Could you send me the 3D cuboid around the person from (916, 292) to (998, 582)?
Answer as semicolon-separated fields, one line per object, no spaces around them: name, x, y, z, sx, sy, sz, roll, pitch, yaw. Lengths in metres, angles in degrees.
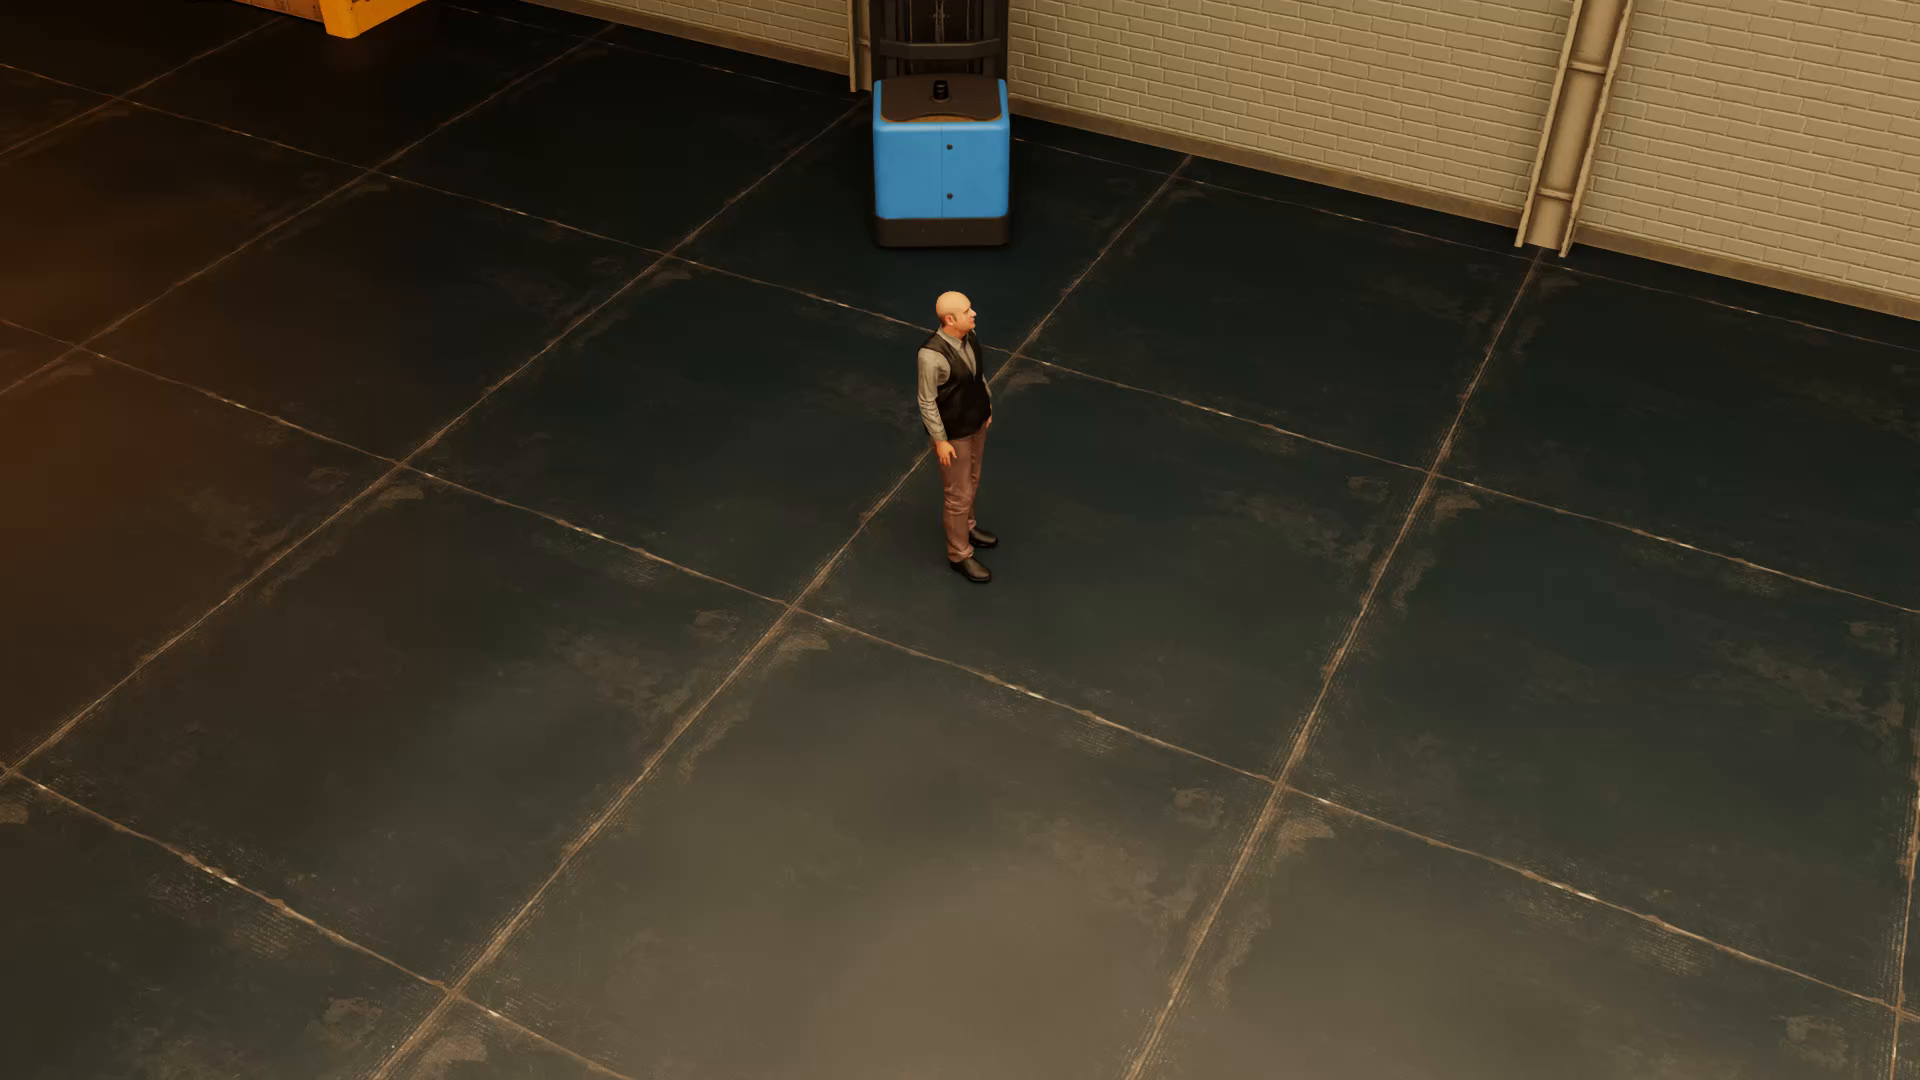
person;0.053;-0.641;9.676;0.566;1.722;0.633;18;43;21

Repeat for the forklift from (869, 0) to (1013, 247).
forklift;-0.171;-4.310;13.104;1.130;2.935;3.031;-1;40;-1
